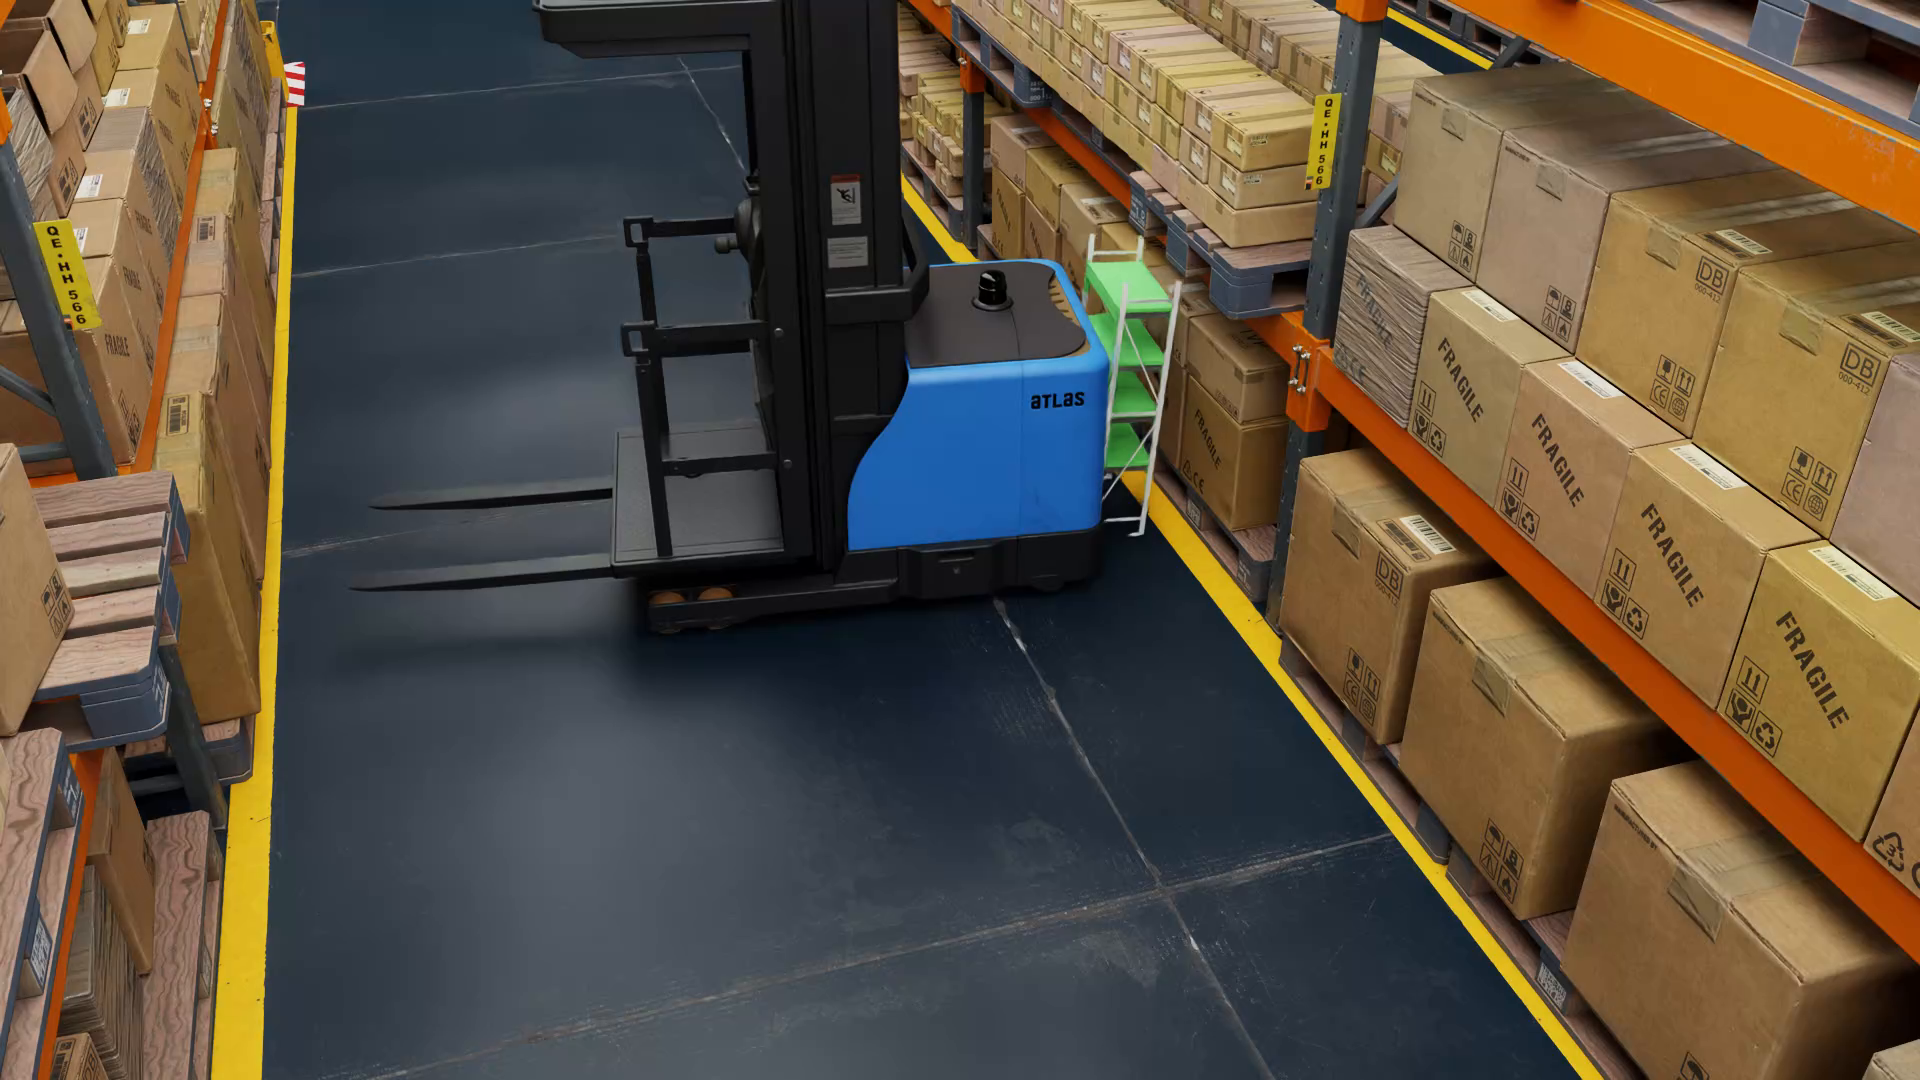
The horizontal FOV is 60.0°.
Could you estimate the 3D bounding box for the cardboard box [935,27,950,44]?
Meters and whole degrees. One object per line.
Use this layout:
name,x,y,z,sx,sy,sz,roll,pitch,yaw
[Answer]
cardboard box,0.044,-3.484,11.468,0.380,0.149,0.250,-11,35,-16

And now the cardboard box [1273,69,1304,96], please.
cardboard box,1.529,-1.873,6.941,0.380,0.149,0.250,-10,35,-15

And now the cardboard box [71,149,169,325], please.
cardboard box,-3.231,-1.077,6.069,0.500,0.500,0.500,-11,35,-16

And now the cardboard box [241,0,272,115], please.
cardboard box,-5.192,-3.362,11.164,0.875,0.875,0.875,-10,35,-15

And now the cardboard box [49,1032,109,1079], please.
cardboard box,-2.439,1.597,3.980,0.700,0.500,0.500,-7,34,-11

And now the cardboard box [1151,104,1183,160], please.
cardboard box,0.981,-1.632,6.576,0.380,0.149,0.250,-9,35,-14

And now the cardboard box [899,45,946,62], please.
cardboard box,-0.313,-3.127,10.926,0.380,0.149,0.250,-11,35,-16

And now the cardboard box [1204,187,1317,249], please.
cardboard box,1.143,-1.229,6.236,0.380,0.149,0.250,-9,35,-14

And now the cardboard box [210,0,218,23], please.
cardboard box,-4.338,-2.951,9.222,0.380,0.149,0.250,-10,35,-15

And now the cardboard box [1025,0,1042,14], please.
cardboard box,0.512,-2.565,7.719,0.380,0.149,0.250,-10,35,-15

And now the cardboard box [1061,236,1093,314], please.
cardboard box,0.820,-1.227,8.272,0.500,0.500,0.500,-9,35,-14

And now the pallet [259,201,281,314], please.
pallet,-4.401,-1.545,9.397,1.003,0.211,1.213,-10,35,-15

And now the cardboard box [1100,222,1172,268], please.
cardboard box,0.969,-1.270,7.657,0.500,0.250,0.500,-9,35,-14

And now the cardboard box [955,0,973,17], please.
cardboard box,0.193,-2.863,8.709,0.380,0.149,0.250,-12,35,-17

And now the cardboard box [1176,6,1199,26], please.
cardboard box,1.226,-2.404,7.745,0.380,0.149,0.250,-10,35,-15

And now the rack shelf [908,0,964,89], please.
rack shelf,-0.099,-3.827,10.973,1.077,0.370,4.000,-10,35,-15

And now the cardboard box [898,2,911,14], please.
cardboard box,-0.565,-3.684,11.770,0.380,0.149,0.250,-12,35,-17

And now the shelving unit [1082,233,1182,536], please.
shelving unit,0.674,-0.654,7.136,0.258,1.200,0.503,-3,33,-12

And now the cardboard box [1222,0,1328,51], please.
cardboard box,1.373,-2.261,7.258,0.380,0.149,0.250,-9,35,-13

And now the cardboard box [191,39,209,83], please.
cardboard box,-4.017,-2.403,8.393,0.380,0.149,0.250,-10,35,-15

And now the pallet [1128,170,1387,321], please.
pallet,1.413,-1.253,6.600,1.213,0.211,1.003,-10,35,-15

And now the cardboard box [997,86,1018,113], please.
cardboard box,0.452,-2.806,10.441,0.380,0.149,0.250,-10,35,-15

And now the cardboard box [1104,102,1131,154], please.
cardboard box,0.834,-1.767,7.051,0.380,0.149,0.250,-12,35,-17

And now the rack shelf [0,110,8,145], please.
rack shelf,-2.413,-0.097,2.608,1.077,0.370,4.000,-10,35,-15

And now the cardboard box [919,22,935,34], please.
cardboard box,-0.132,-3.627,11.953,0.380,0.149,0.250,-10,35,-15

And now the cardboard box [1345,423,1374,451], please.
cardboard box,1.759,-0.524,7.208,0.500,0.500,0.500,-11,35,-17

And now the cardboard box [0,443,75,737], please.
cardboard box,-2.555,0.140,3.846,0.700,0.500,0.500,-5,34,-8

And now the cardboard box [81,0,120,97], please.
cardboard box,-3.842,-2.060,6.646,0.797,0.503,0.637,-10,35,-14

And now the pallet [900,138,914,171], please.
pallet,-0.103,-2.902,11.450,1.003,0.211,1.213,-10,35,-15

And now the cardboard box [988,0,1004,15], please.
cardboard box,0.354,-2.716,8.217,0.380,0.149,0.250,-9,35,-14

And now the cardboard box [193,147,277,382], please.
cardboard box,-4.029,-1.252,7.971,1.225,0.875,0.875,-10,35,-15

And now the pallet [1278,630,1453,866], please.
pallet,1.900,0.613,6.131,1.003,0.211,1.213,-10,35,-15

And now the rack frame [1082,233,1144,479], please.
rack frame,0.623,-0.786,7.335,0.240,1.200,0.015,-3,33,-12

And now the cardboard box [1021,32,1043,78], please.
cardboard box,0.510,-2.321,7.889,0.380,0.149,0.250,-12,35,-17

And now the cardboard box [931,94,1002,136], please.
cardboard box,0.039,-2.582,10.102,0.380,0.149,0.250,-10,35,-14

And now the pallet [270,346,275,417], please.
pallet,-3.936,-0.740,8.179,1.003,0.211,1.213,-10,35,-15

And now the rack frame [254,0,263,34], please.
rack frame,-5.463,-4.396,11.182,1.000,3.000,0.127,-10,35,-15

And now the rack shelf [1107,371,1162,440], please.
rack shelf,0.670,-0.600,7.171,0.258,0.148,0.480,-3,33,-12

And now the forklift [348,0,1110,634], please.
forklift,-0.971,-1.160,6.347,3.031,2.935,1.130,-5,34,-8

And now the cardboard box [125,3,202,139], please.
cardboard box,-3.840,-2.138,7.674,0.500,0.500,0.500,-10,35,-15

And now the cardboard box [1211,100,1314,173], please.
cardboard box,1.145,-1.476,6.070,0.380,0.149,0.250,-11,35,-17

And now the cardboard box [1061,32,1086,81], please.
cardboard box,0.673,-2.167,7.385,0.380,0.149,0.250,-11,35,-16

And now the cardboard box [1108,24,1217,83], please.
cardboard box,0.838,-2.013,6.883,0.380,0.149,0.250,-10,35,-15

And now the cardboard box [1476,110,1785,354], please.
cardboard box,2.014,-0.933,4.944,0.700,0.500,0.500,-10,35,-15

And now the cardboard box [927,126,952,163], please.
cardboard box,0.018,-2.439,10.155,0.380,0.149,0.250,-12,35,-17

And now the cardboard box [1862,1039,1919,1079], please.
cardboard box,2.677,1.576,3.804,1.050,0.750,0.750,-10,35,-15

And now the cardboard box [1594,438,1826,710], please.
cardboard box,2.072,0.056,4.354,0.500,0.500,0.500,-10,35,-15

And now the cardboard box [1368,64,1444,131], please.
cardboard box,1.690,-1.712,6.427,0.380,0.149,0.250,-11,35,-16

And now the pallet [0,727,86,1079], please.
pallet,-2.380,0.916,3.316,1.003,0.211,1.213,-10,35,-15

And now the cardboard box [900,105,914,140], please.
cardboard box,-0.249,-2.755,10.903,0.380,0.149,0.250,-10,35,-15

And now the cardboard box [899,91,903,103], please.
cardboard box,-0.222,-2.999,11.003,0.380,0.149,0.250,-12,35,-17

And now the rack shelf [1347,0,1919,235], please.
rack shelf,2.342,-0.878,3.790,1.077,0.370,4.000,-10,35,-15
